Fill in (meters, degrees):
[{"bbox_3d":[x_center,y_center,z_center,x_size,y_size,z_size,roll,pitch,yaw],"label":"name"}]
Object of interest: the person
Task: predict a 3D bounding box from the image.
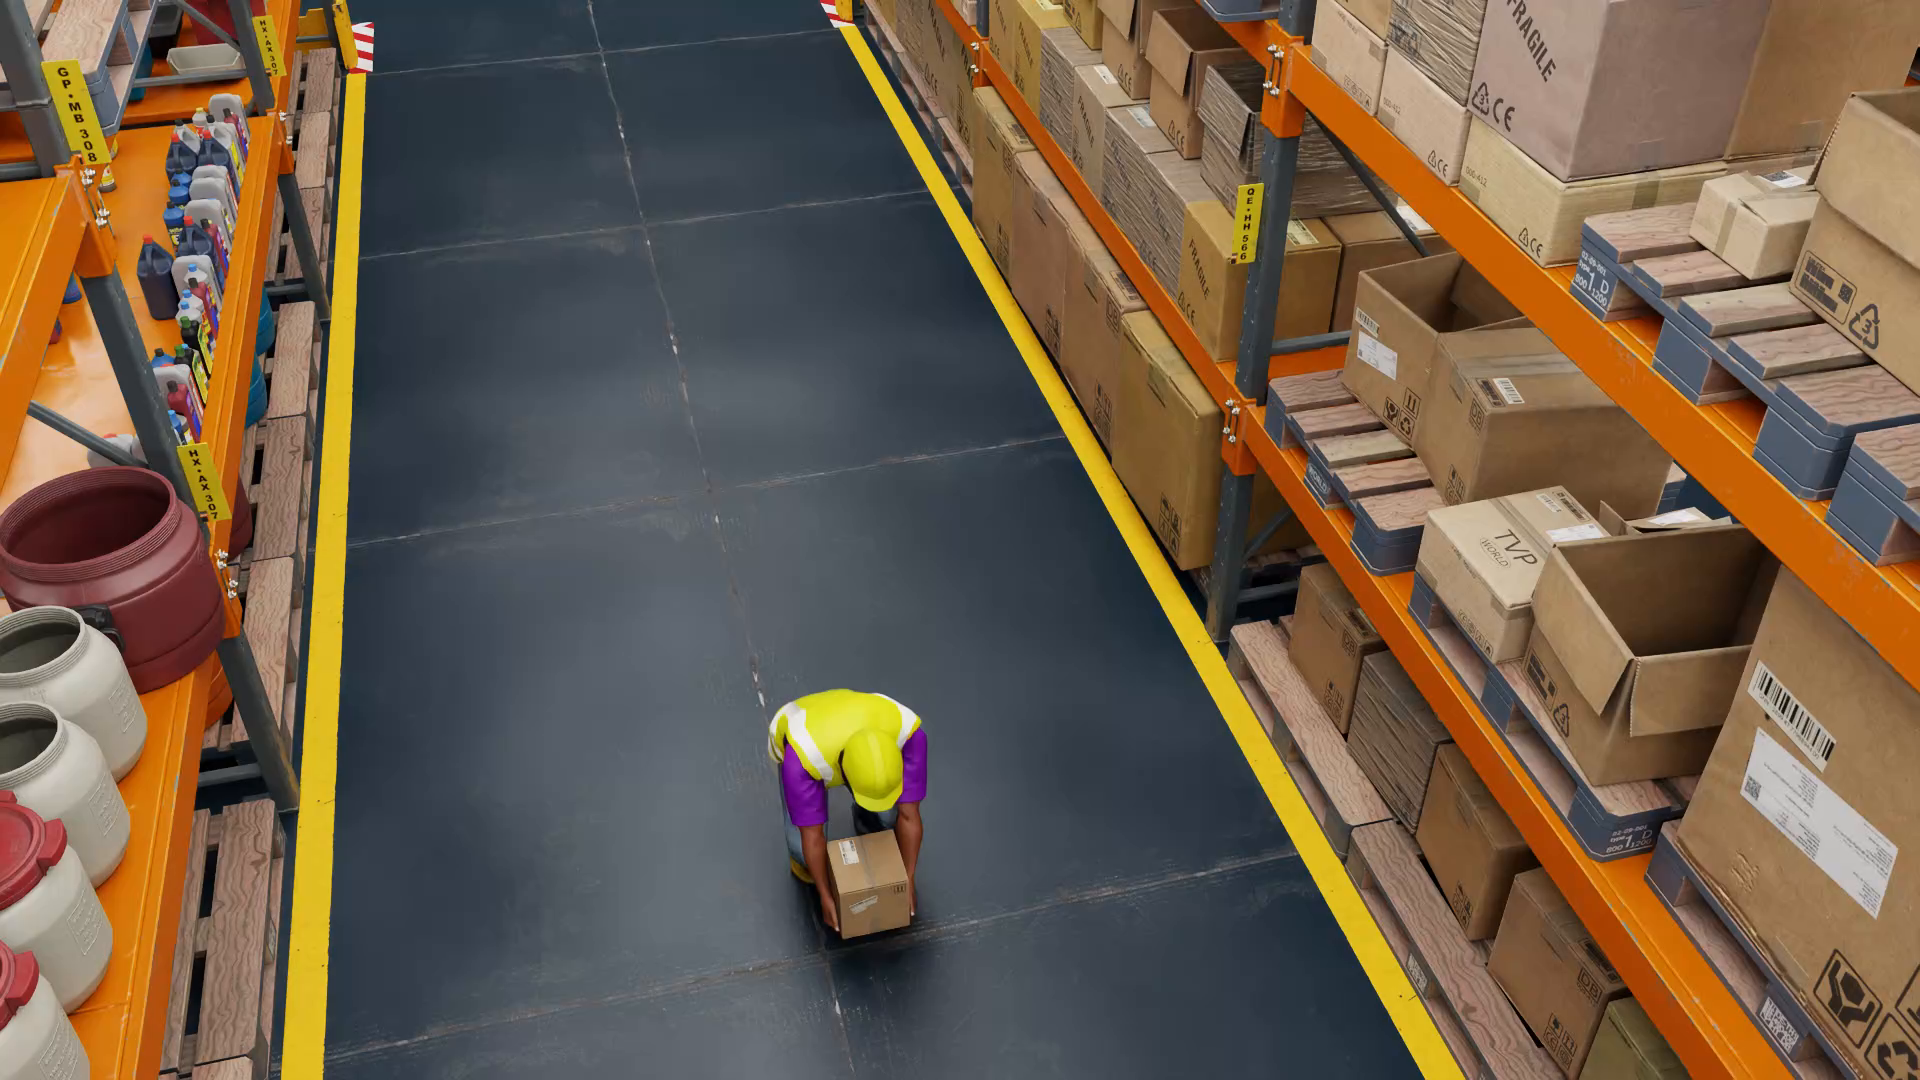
[{"bbox_3d":[-0.399,0.903,6.158,0.546,1.012,0.899,-10,39,-13],"label":"person"}]
